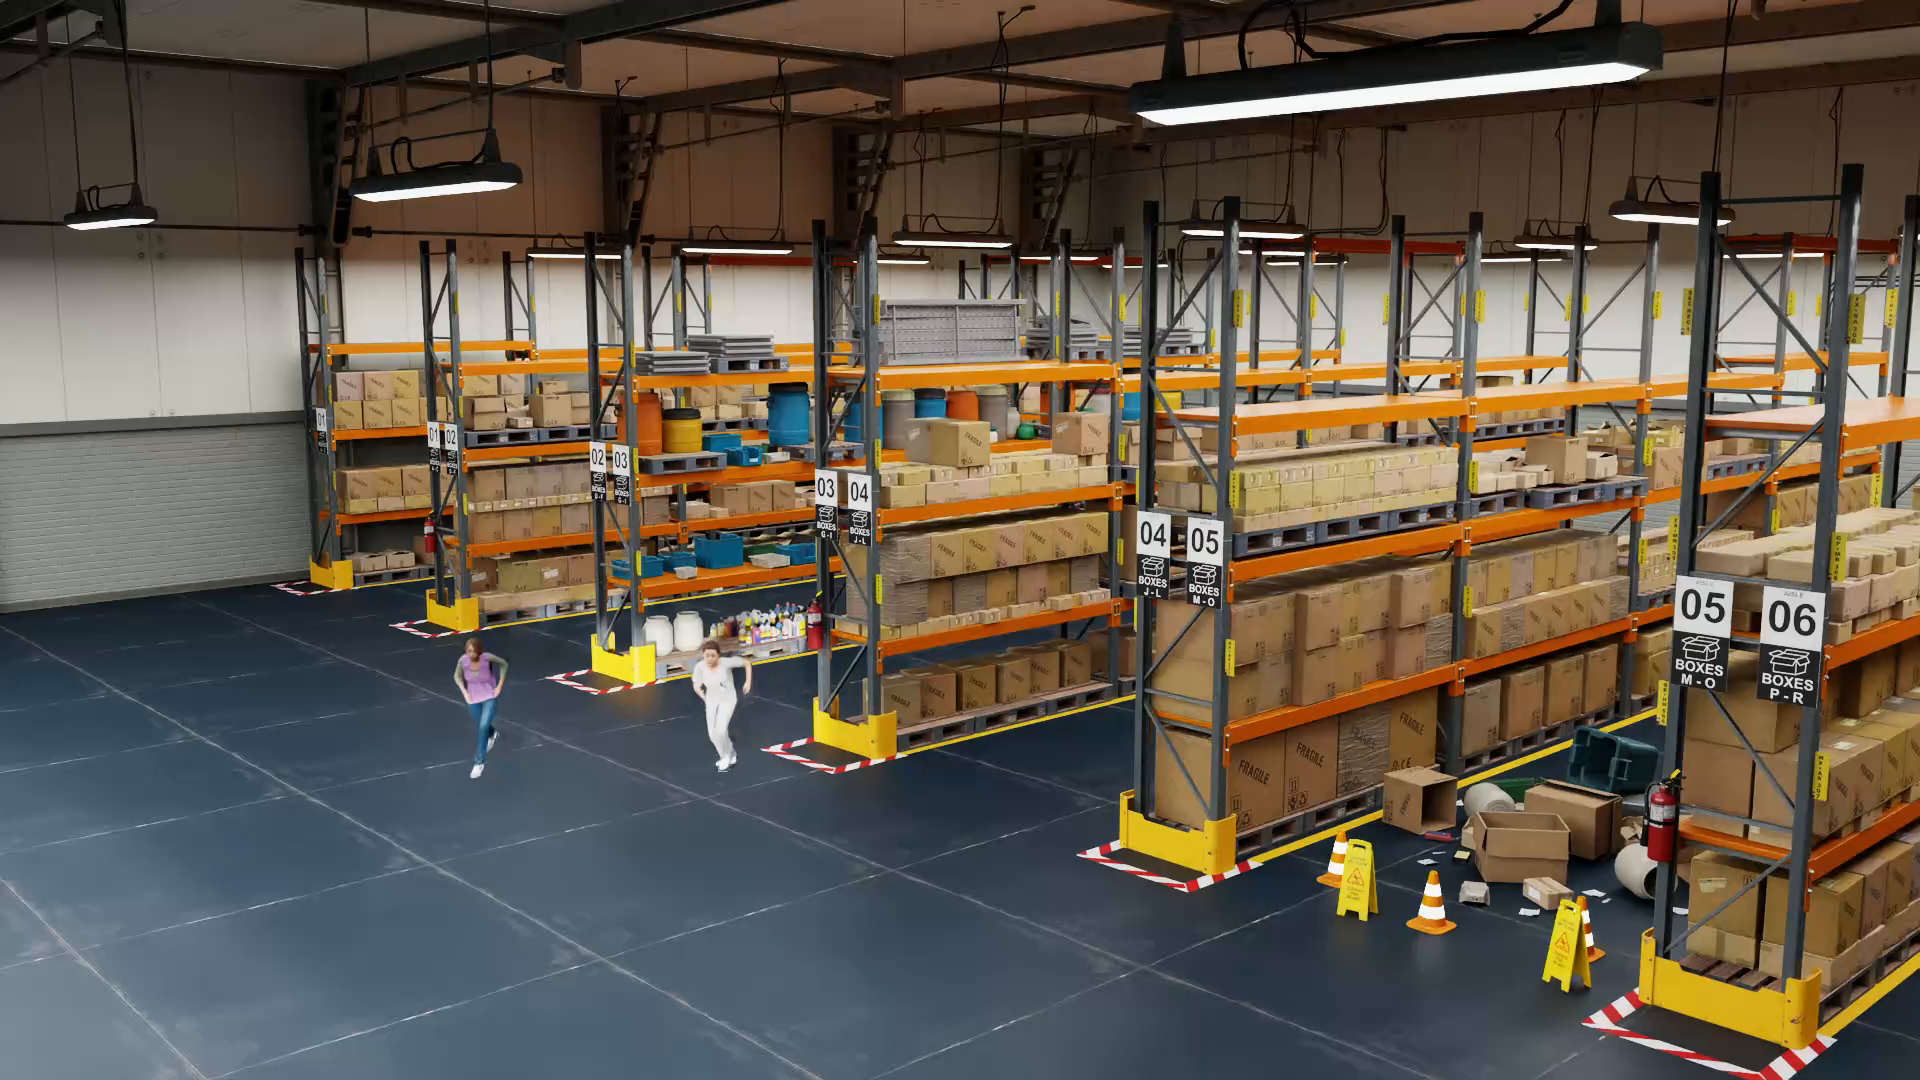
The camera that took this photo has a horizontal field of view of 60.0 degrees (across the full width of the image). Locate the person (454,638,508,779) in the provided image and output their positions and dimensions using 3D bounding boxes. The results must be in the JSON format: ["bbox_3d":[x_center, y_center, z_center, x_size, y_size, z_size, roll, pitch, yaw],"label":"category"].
[{"bbox_3d":[-5.229,1.768,18.266,0.571,1.547,0.915,-1,8,-7],"label":"person"}]

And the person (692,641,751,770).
[{"bbox_3d":[-2.560,1.787,17.947,0.587,1.511,0.874,1,8,8],"label":"person"}]
